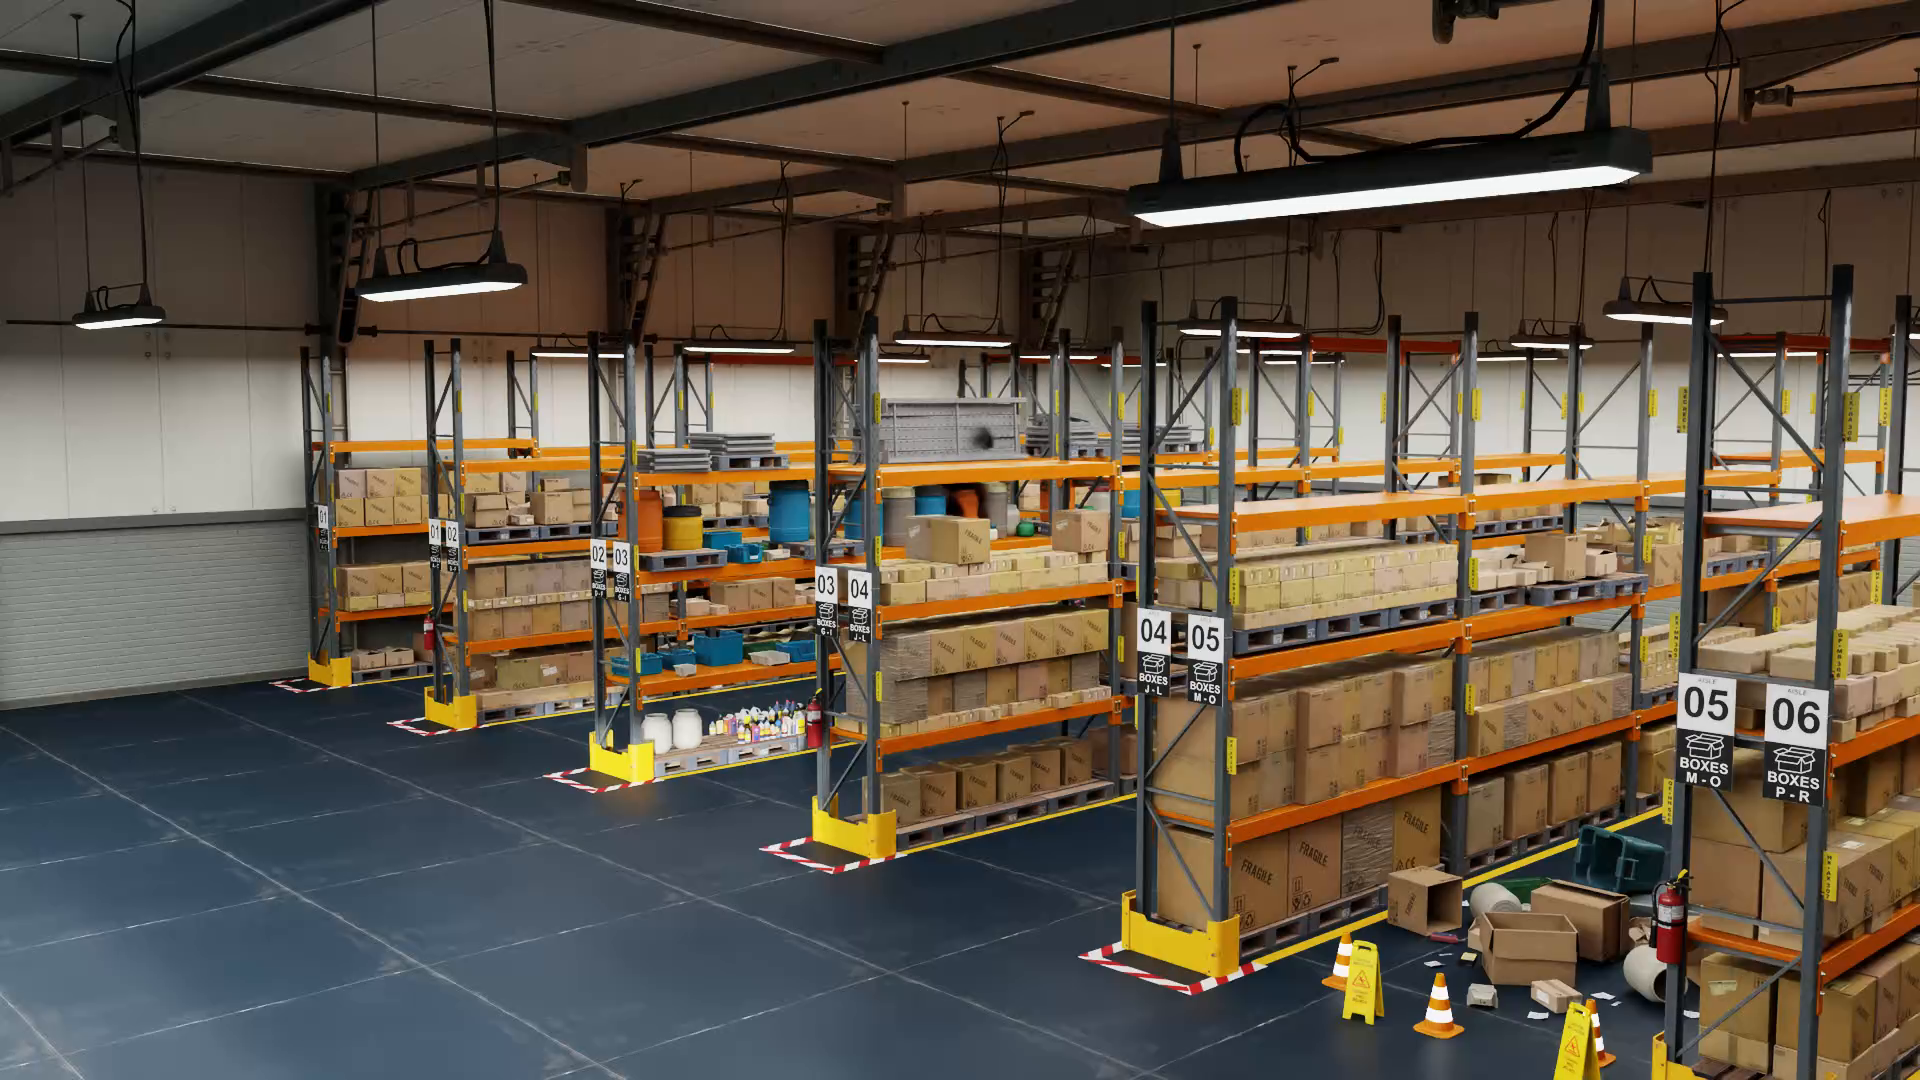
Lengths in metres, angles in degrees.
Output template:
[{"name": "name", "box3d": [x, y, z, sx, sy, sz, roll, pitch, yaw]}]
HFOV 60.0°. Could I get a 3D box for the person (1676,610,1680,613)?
[{"name": "person", "box3d": [11.325, 1.972, 26.251, 0.992, 1.764, 0.734, -4, 7, -41]}]
